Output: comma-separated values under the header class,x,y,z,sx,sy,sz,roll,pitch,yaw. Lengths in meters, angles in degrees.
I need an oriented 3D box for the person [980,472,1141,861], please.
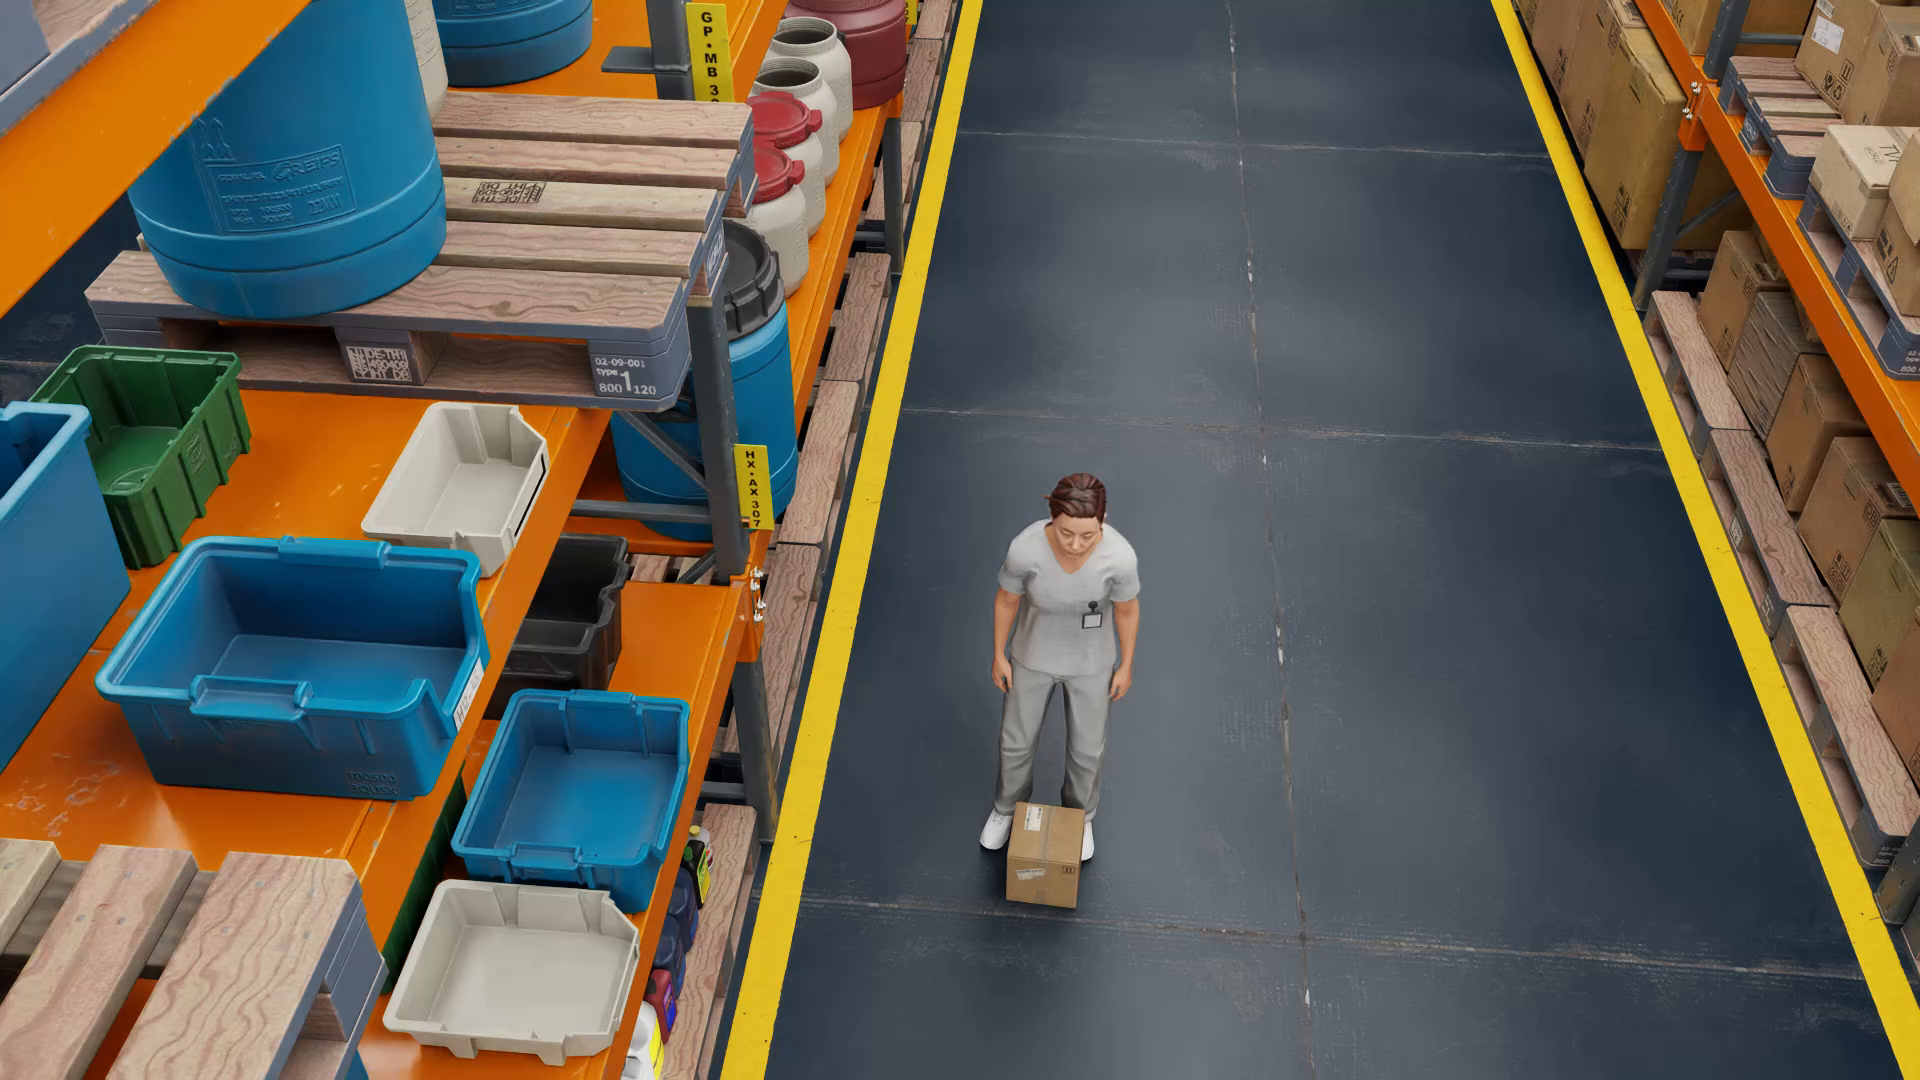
class,x,y,z,sx,sy,sz,roll,pitch,yaw
person,0.341,0.422,5.659,0.508,1.671,0.366,4,40,5
